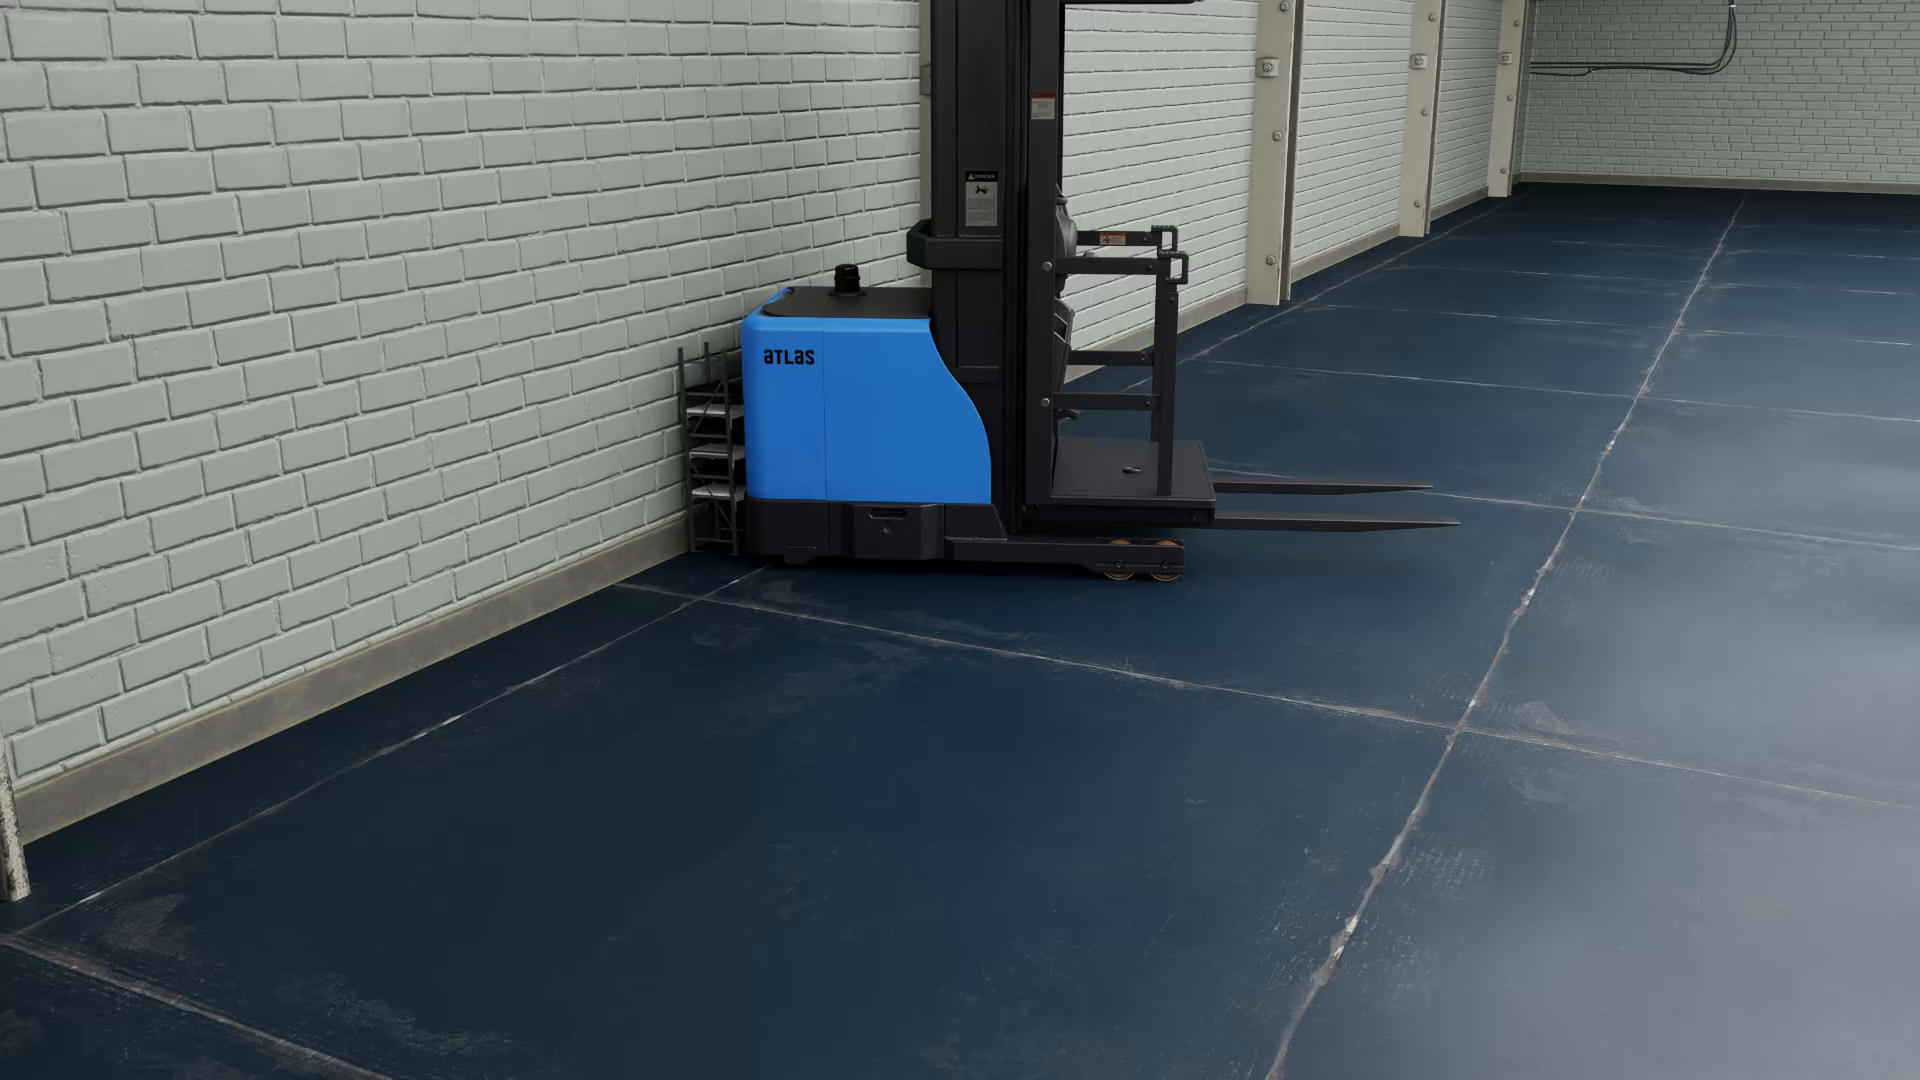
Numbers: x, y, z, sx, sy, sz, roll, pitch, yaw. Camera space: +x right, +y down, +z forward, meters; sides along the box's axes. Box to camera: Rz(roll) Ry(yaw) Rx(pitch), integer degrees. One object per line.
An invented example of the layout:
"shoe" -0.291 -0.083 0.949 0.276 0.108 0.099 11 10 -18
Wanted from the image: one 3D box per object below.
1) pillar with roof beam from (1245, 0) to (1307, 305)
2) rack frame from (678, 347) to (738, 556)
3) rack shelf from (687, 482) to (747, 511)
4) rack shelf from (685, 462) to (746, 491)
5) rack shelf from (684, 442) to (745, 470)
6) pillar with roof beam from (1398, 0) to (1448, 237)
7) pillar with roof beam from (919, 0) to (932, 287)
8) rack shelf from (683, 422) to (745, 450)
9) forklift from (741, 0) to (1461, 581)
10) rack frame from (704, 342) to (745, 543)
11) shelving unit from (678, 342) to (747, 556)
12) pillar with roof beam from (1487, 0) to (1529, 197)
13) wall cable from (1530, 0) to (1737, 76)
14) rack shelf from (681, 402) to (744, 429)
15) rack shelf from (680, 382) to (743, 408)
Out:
"pillar with roof beam" 6.538 -5.861 11.451 9.100 9.000 0.400 8 18 25
"rack frame" -1.086 -0.378 7.174 0.240 0.900 0.006 5 15 24
"rack shelf" -1.038 -0.192 7.312 0.258 0.077 0.200 5 15 24
"rack shelf" -1.041 -0.280 7.292 0.258 0.077 0.200 5 15 24
"rack shelf" -1.043 -0.367 7.271 0.258 0.077 0.200 5 15 24
"pillar with roof beam" 9.219 -7.389 16.597 9.100 9.000 0.400 8 18 25
"pillar with roof beam" 3.857 -4.332 6.306 9.100 9.000 0.400 8 18 25
"rack shelf" -1.045 -0.455 7.250 0.258 0.077 0.200 5 15 24
"forklift" 0.621 -1.390 7.058 3.031 2.935 1.130 1 17 5
"rack frame" -1.001 -0.422 7.353 0.240 0.900 0.006 5 15 24
"shelving unit" -1.044 -0.400 7.263 0.258 0.900 0.210 5 15 24
"pillar with roof beam" 11.900 -8.917 21.742 9.100 9.000 0.400 8 18 25
"wall cable" 10.548 -8.559 25.989 3.097 2.526 0.112 8 18 25
"rack shelf" -1.048 -0.542 7.230 0.258 0.077 0.200 5 15 24
"rack shelf" -1.050 -0.630 7.209 0.258 0.077 0.200 5 15 24
